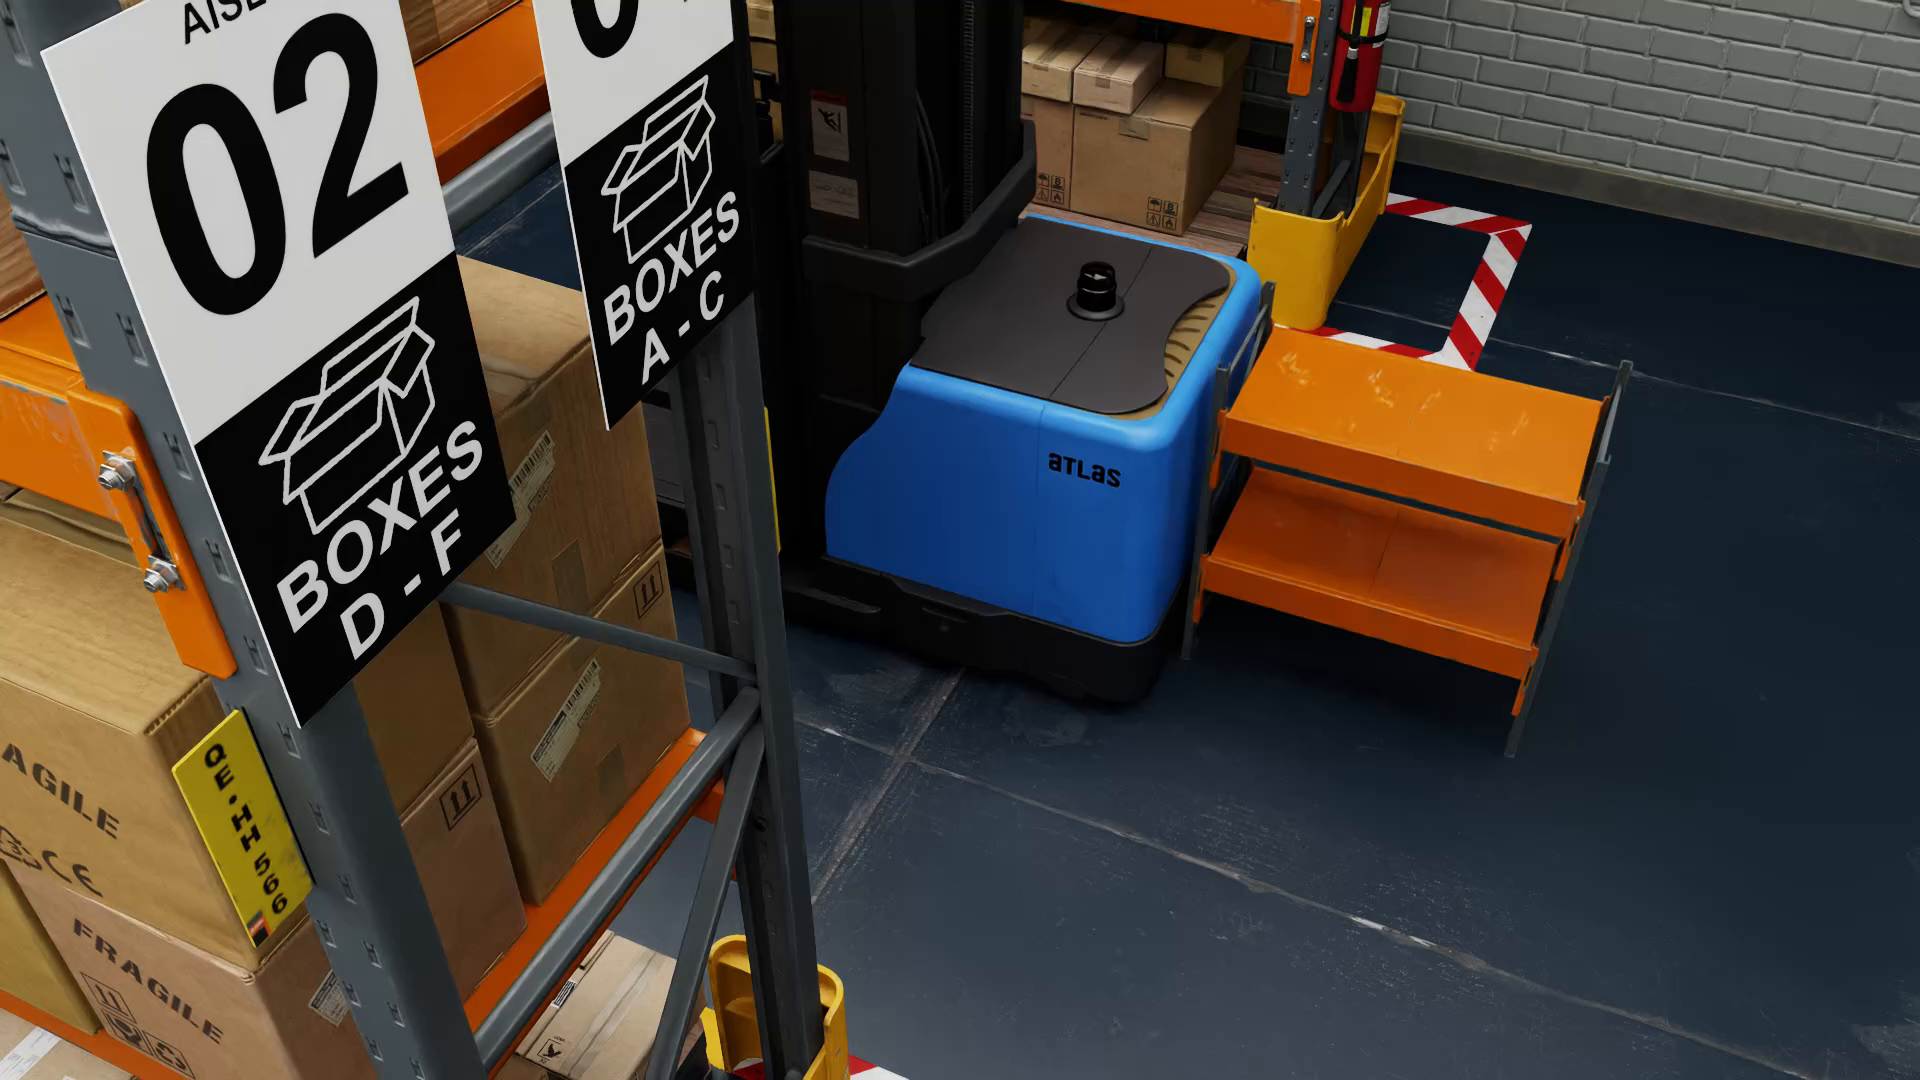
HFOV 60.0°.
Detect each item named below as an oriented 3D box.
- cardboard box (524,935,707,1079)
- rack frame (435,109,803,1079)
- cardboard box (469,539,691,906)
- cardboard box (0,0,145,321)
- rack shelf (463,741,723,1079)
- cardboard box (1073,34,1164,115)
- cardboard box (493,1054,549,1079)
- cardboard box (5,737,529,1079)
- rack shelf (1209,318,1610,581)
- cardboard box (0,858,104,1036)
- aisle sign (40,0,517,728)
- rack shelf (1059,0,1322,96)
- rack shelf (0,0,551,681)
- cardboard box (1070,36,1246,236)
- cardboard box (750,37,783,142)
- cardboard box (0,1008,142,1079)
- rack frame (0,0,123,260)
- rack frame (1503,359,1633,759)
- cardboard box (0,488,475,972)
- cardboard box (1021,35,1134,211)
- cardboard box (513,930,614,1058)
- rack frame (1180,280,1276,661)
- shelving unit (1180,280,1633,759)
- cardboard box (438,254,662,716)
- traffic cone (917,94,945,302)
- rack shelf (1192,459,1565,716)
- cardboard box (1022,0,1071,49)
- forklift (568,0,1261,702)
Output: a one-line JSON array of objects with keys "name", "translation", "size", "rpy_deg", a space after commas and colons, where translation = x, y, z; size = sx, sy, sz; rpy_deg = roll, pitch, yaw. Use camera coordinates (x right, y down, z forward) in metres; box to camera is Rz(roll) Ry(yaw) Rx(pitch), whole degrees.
[{"name": "cardboard box", "translation": [-0.813, 1.166, 3.955], "size": [0.250, 0.149, 0.380], "rpy_deg": [17, 44, 19]}, {"name": "rack frame", "translation": [-0.577, 0.573, 2.799], "size": [0.053, 2.616, 0.949], "rpy_deg": [17, 44, 19]}, {"name": "cardboard box", "translation": [-0.869, 0.258, 3.086], "size": [0.500, 0.500, 0.500], "rpy_deg": [18, 44, 20]}, {"name": "cardboard box", "translation": [-1.155, -0.488, 1.847], "size": [0.500, 0.250, 0.500], "rpy_deg": [17, 44, 19]}, {"name": "rack shelf", "translation": [-2.391, 0.219, 3.607], "size": [3.809, 0.124, 0.919], "rpy_deg": [17, 44, 19]}, {"name": "cardboard box", "translation": [0.643, -1.887, 6.730], "size": [0.250, 0.149, 0.380], "rpy_deg": [16, 44, 18]}, {"name": "cardboard box", "translation": [-1.175, 1.349, 3.476], "size": [0.500, 0.500, 0.500], "rpy_deg": [17, 44, 19]}, {"name": "cardboard box", "translation": [-1.099, 0.575, 2.720], "size": [0.500, 0.500, 0.500], "rpy_deg": [18, 44, 20]}, {"name": "rack shelf", "translation": [1.284, -0.278, 4.765], "size": [1.000, 0.278, 0.538], "rpy_deg": [16, 43, 18]}, {"name": "cardboard box", "translation": [-1.571, 0.433, 2.884], "size": [0.500, 0.500, 0.500], "rpy_deg": [17, 44, 19]}, {"name": "aisle sign", "translation": [-0.646, -0.207, 1.713], "size": [0.004, 0.787, 0.394], "rpy_deg": [17, 44, 19]}, {"name": "rack shelf", "translation": [-0.300, -2.648, 7.064], "size": [4.000, 0.370, 1.077], "rpy_deg": [17, 44, 19]}, {"name": "rack shelf", "translation": [-2.391, -0.840, 2.689], "size": [4.000, 0.370, 1.077], "rpy_deg": [17, 44, 19]}, {"name": "cardboard box", "translation": [0.836, -1.715, 7.026], "size": [0.500, 0.500, 0.700], "rpy_deg": [17, 44, 19]}, {"name": "cardboard box", "translation": [-0.560, -2.136, 7.512], "size": [0.500, 0.500, 0.700], "rpy_deg": [18, 44, 20]}, {"name": "cardboard box", "translation": [-2.024, 1.163, 3.882], "size": [0.500, 0.250, 0.500], "rpy_deg": [17, 44, 19]}, {"name": "rack frame", "translation": [-0.578, -1.692, 0.832], "size": [0.127, 3.000, 1.000], "rpy_deg": [17, 44, 19]}, {"name": "rack frame", "translation": [1.749, 0.078, 4.802], "size": [0.032, 1.125, 0.500], "rpy_deg": [16, 43, 18]}, {"name": "cardboard box", "translation": [-1.098, 0.199, 2.390], "size": [0.500, 0.500, 0.500], "rpy_deg": [17, 44, 18]}, {"name": "cardboard box", "translation": [0.382, -1.853, 7.186], "size": [0.500, 0.500, 0.700], "rpy_deg": [17, 44, 19]}, {"name": "cardboard box", "translation": [-1.039, 1.090, 4.029], "size": [0.250, 0.166, 0.380], "rpy_deg": [17, 44, 19]}, {"name": "rack frame", "translation": [0.819, -0.192, 5.113], "size": [0.032, 1.125, 0.500], "rpy_deg": [16, 43, 18]}, {"name": "shelving unit", "translation": [1.284, -0.057, 4.957], "size": [1.048, 1.125, 0.538], "rpy_deg": [16, 43, 18]}, {"name": "cardboard box", "translation": [-0.869, -0.120, 2.759], "size": [0.500, 0.500, 0.500], "rpy_deg": [18, 44, 20]}, {"name": "traffic cone", "translation": [-0.185, -0.861, 5.089], "size": [0.307, 1.202, 0.062], "rpy_deg": [17, 44, 19]}, {"name": "rack shelf", "translation": [1.284, 0.128, 5.117], "size": [1.000, 0.278, 0.538], "rpy_deg": [16, 43, 18]}, {"name": "cardboard box", "translation": [0.348, -2.253, 7.152], "size": [0.250, 0.149, 0.380], "rpy_deg": [17, 44, 19]}, {"name": "forklift", "translation": [-0.625, -1.251, 4.956], "size": [3.031, 2.935, 1.130], "rpy_deg": [16, 43, 18]}]
